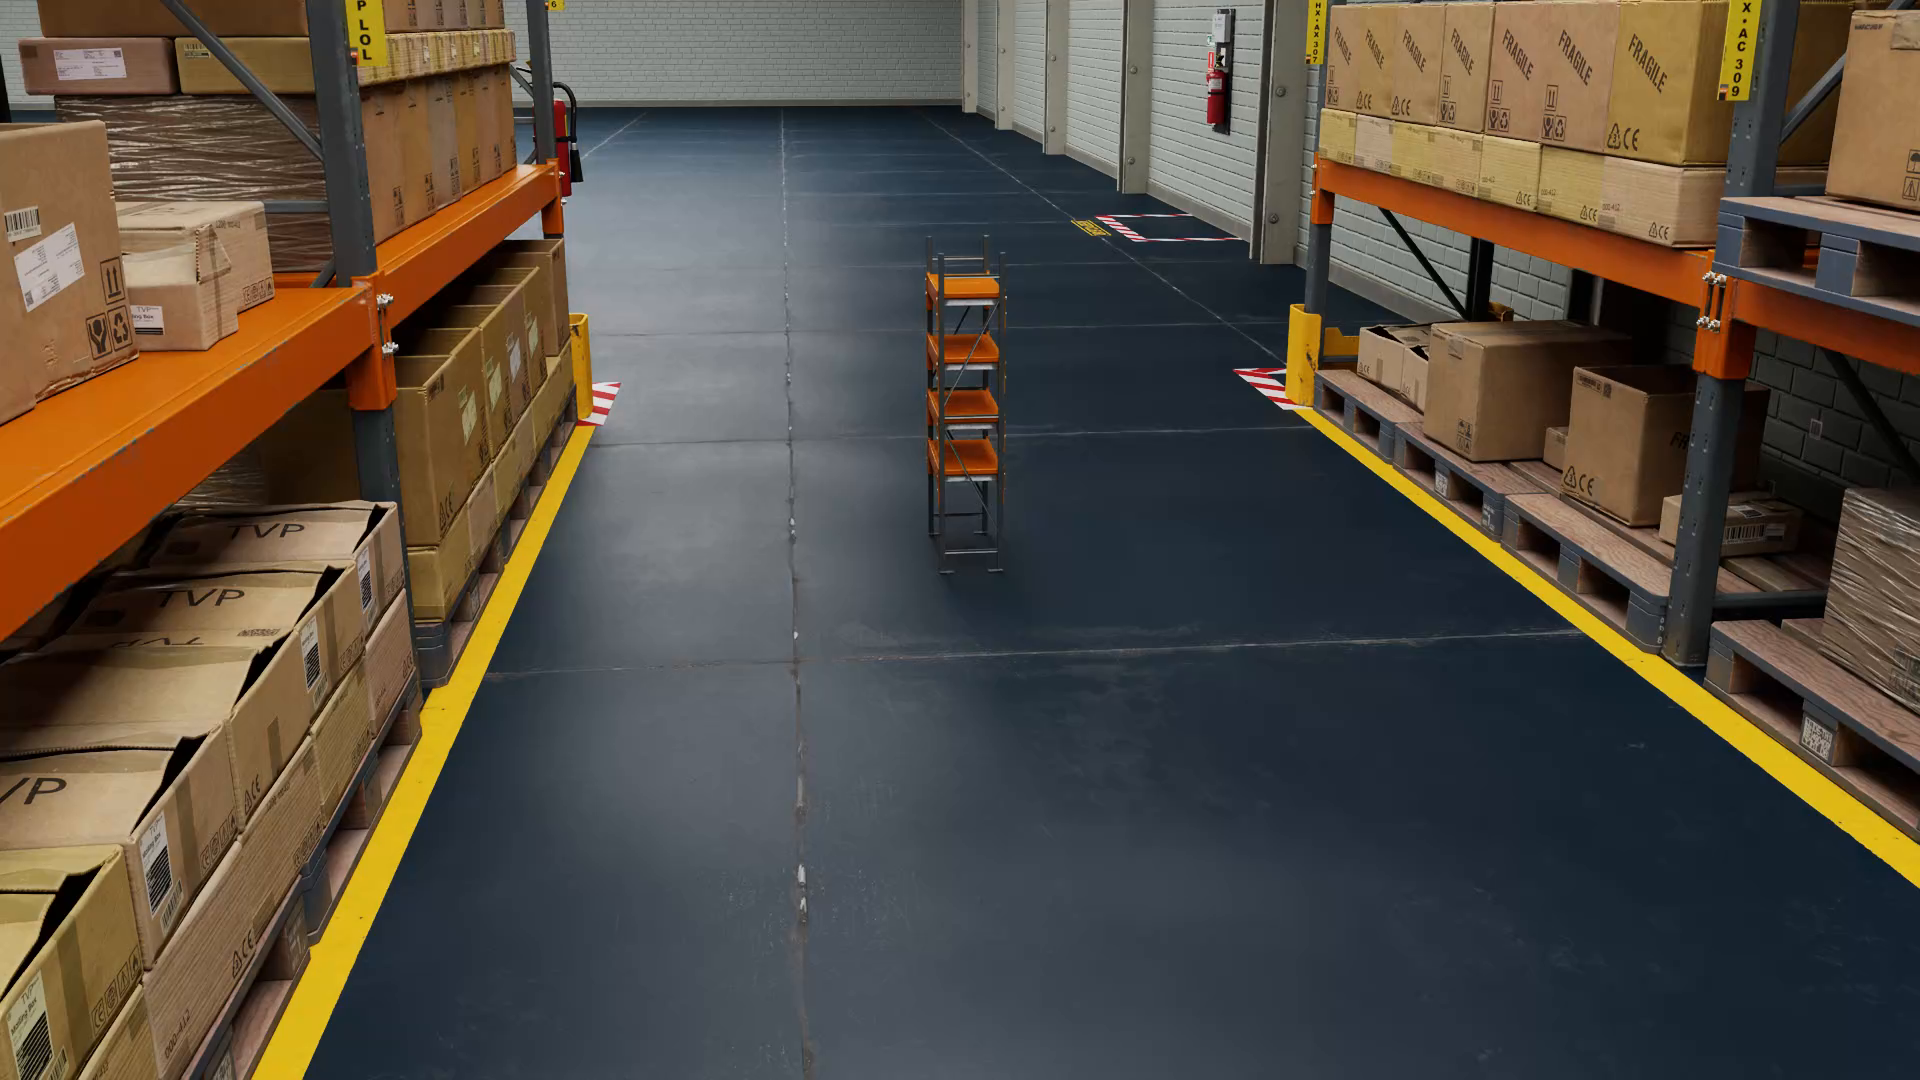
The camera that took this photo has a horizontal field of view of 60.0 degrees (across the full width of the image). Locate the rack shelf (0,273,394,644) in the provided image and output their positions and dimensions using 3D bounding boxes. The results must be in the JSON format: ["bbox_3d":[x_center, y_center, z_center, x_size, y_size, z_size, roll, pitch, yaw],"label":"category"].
[{"bbox_3d":[-1.919,0.046,2.722,1.077,0.370,4.000,-2,18,-6],"label":"rack shelf"}]

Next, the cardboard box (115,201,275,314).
[{"bbox_3d":[-2.031,-0.676,4.072,0.500,0.250,0.500,-1,17,-2],"label":"cardboard box"}]

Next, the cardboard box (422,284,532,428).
[{"bbox_3d":[-2.019,-0.734,6.643,0.500,0.500,0.500,-2,18,-6],"label":"cardboard box"}]

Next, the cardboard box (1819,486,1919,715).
[{"bbox_3d":[2.894,0.155,4.615,0.700,0.500,0.500,-1,17,-4],"label":"cardboard box"}]

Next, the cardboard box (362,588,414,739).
[{"bbox_3d":[-1.794,0.333,4.496,0.500,0.250,0.500,-2,18,-6],"label":"cardboard box"}]

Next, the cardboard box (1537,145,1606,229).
[{"bbox_3d":[2.408,-1.265,5.916,0.500,0.250,0.500,-2,18,-5],"label":"cardboard box"}]

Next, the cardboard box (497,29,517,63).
[{"bbox_3d":[-2.309,-2.334,7.853,0.380,0.149,0.250,-2,18,-7],"label":"cardboard box"}]

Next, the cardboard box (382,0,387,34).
[{"bbox_3d":[-2.231,-1.842,5.203,0.700,0.500,0.500,-2,18,-6],"label":"cardboard box"}]

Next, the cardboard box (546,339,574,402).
[{"bbox_3d":[-2.189,-0.822,8.178,0.500,0.250,0.500,-2,18,-6],"label":"cardboard box"}]

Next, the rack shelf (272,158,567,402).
[{"bbox_3d":[-2.332,-1.145,6.518,1.077,0.370,4.000,-2,18,-6],"label":"rack shelf"}]

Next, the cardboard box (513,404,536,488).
[{"bbox_3d":[-2.022,-0.376,6.755,0.500,0.250,0.500,-2,18,-6],"label":"cardboard box"}]

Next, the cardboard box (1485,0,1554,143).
[{"bbox_3d":[2.347,-1.773,6.281,0.500,0.500,0.500,-2,18,-7],"label":"cardboard box"}]

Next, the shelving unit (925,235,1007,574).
[{"bbox_3d":[0.017,-0.523,6.340,0.258,1.200,0.503,-2,18,-6],"label":"shelving unit"}]

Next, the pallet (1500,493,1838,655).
[{"bbox_3d":[2.697,0.085,6.055,1.003,0.211,1.213,-2,18,-6],"label":"pallet"}]

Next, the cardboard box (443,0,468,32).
[{"bbox_3d":[-2.384,-2.289,6.628,0.700,0.500,0.500,-2,18,-5],"label":"cardboard box"}]

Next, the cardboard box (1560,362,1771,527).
[{"bbox_3d":[2.655,-0.372,6.293,0.500,0.500,0.500,-3,18,-10],"label":"cardboard box"}]

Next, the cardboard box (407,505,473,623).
[{"bbox_3d":[-1.872,0.071,5.331,0.500,0.250,0.500,-2,18,-6],"label":"cardboard box"}]

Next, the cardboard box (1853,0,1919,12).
[{"bbox_3d":[2.961,-1.489,5.377,0.500,0.500,0.500,-2,18,-7],"label":"cardboard box"}]

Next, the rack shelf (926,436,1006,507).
[{"bbox_3d":[0.017,-0.270,6.420,0.258,0.148,0.480,-2,18,-6],"label":"rack shelf"}]

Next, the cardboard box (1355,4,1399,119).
[{"bbox_3d":[2.180,-2.235,7.754,0.500,0.500,0.500,-2,18,-5],"label":"cardboard box"}]

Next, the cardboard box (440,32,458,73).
[{"bbox_3d":[-2.147,-1.872,6.381,0.380,0.149,0.250,-2,18,-6],"label":"cardboard box"}]

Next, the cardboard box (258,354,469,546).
[{"bbox_3d":[-1.862,-0.287,5.220,0.500,0.500,0.500,-2,18,-6],"label":"cardboard box"}]

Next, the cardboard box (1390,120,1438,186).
[{"bbox_3d":[2.238,-1.715,7.349,0.500,0.250,0.500,-2,18,-7],"label":"cardboard box"}]

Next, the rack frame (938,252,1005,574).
[{"bbox_3d":[0.042,-0.450,6.109,0.240,1.200,0.015,-2,18,-6],"label":"rack frame"}]

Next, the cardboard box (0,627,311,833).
[{"bbox_3d":[-1.689,0.367,3.454,0.500,0.311,0.500,-2,18,-6],"label":"cardboard box"}]

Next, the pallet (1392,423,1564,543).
[{"bbox_3d":[2.568,-0.280,7.216,1.003,0.211,1.213,-2,18,-6],"label":"pallet"}]

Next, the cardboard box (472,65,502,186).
[{"bbox_3d":[-2.443,-1.836,7.351,0.700,0.500,0.500,-1,17,-4],"label":"cardboard box"}]

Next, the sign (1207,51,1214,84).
[{"bbox_3d":[2.531,-4.767,16.793,0.001,0.329,0.234,-2,18,-6],"label":"sign"}]

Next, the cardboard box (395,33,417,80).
[{"bbox_3d":[-2.067,-1.640,5.644,0.380,0.149,0.250,-2,18,-7],"label":"cardboard box"}]

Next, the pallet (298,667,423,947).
[{"bbox_3d":[-2.010,0.656,4.235,1.003,0.211,1.213,-2,18,-6],"label":"pallet"}]

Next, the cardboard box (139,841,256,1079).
[{"bbox_3d":[-1.639,0.788,3.048,0.500,0.250,0.500,-1,17,-5],"label":"cardboard box"}]

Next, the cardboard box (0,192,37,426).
[{"bbox_3d":[-1.956,-0.405,2.792,0.500,0.500,0.500,-2,18,-6],"label":"cardboard box"}]

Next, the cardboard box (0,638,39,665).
[{"bbox_3d":[-2.229,0.386,3.394,0.500,0.311,0.500,-2,18,-7],"label":"cardboard box"}]

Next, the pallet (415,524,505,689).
[{"bbox_3d":[-2.166,0.199,5.689,1.003,0.211,1.213,-2,18,-6],"label":"pallet"}]

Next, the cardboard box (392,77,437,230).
[{"bbox_3d":[-2.286,-1.379,5.894,0.700,0.500,0.500,-2,17,-5],"label":"cardboard box"}]

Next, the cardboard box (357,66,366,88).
[{"bbox_3d":[-1.986,-1.411,4.913,0.380,0.149,0.250,-2,17,-5],"label":"cardboard box"}]

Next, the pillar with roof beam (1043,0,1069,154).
[{"bbox_3d":[-2.817,-10.149,23.980,9.100,9.000,0.400,-2,18,-6],"label":"pillar with roof beam"}]

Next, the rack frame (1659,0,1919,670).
[{"bbox_3d":[2.802,-1.047,5.004,1.000,3.000,0.127,-2,18,-6],"label":"rack frame"}]

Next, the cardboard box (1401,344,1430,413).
[{"bbox_3d":[2.430,-0.787,7.930,0.500,0.311,0.500,0,17,-1],"label":"cardboard box"}]

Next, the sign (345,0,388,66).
[{"bbox_3d":[-1.587,-1.427,4.414,0.100,0.325,0.005,-2,18,-6],"label":"sign"}]

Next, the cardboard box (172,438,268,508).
[{"bbox_3d":[-2.430,-0.420,5.643,0.500,0.500,0.500,-2,18,-6],"label":"cardboard box"}]

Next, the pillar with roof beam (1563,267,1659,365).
[{"bbox_3d":[-0.960,-4.786,6.898,9.100,9.000,0.400,-2,18,-6],"label":"pillar with roof beam"}]

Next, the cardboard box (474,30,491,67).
[{"bbox_3d":[-2.230,-2.104,7.123,0.380,0.149,0.250,-2,17,-5],"label":"cardboard box"}]
